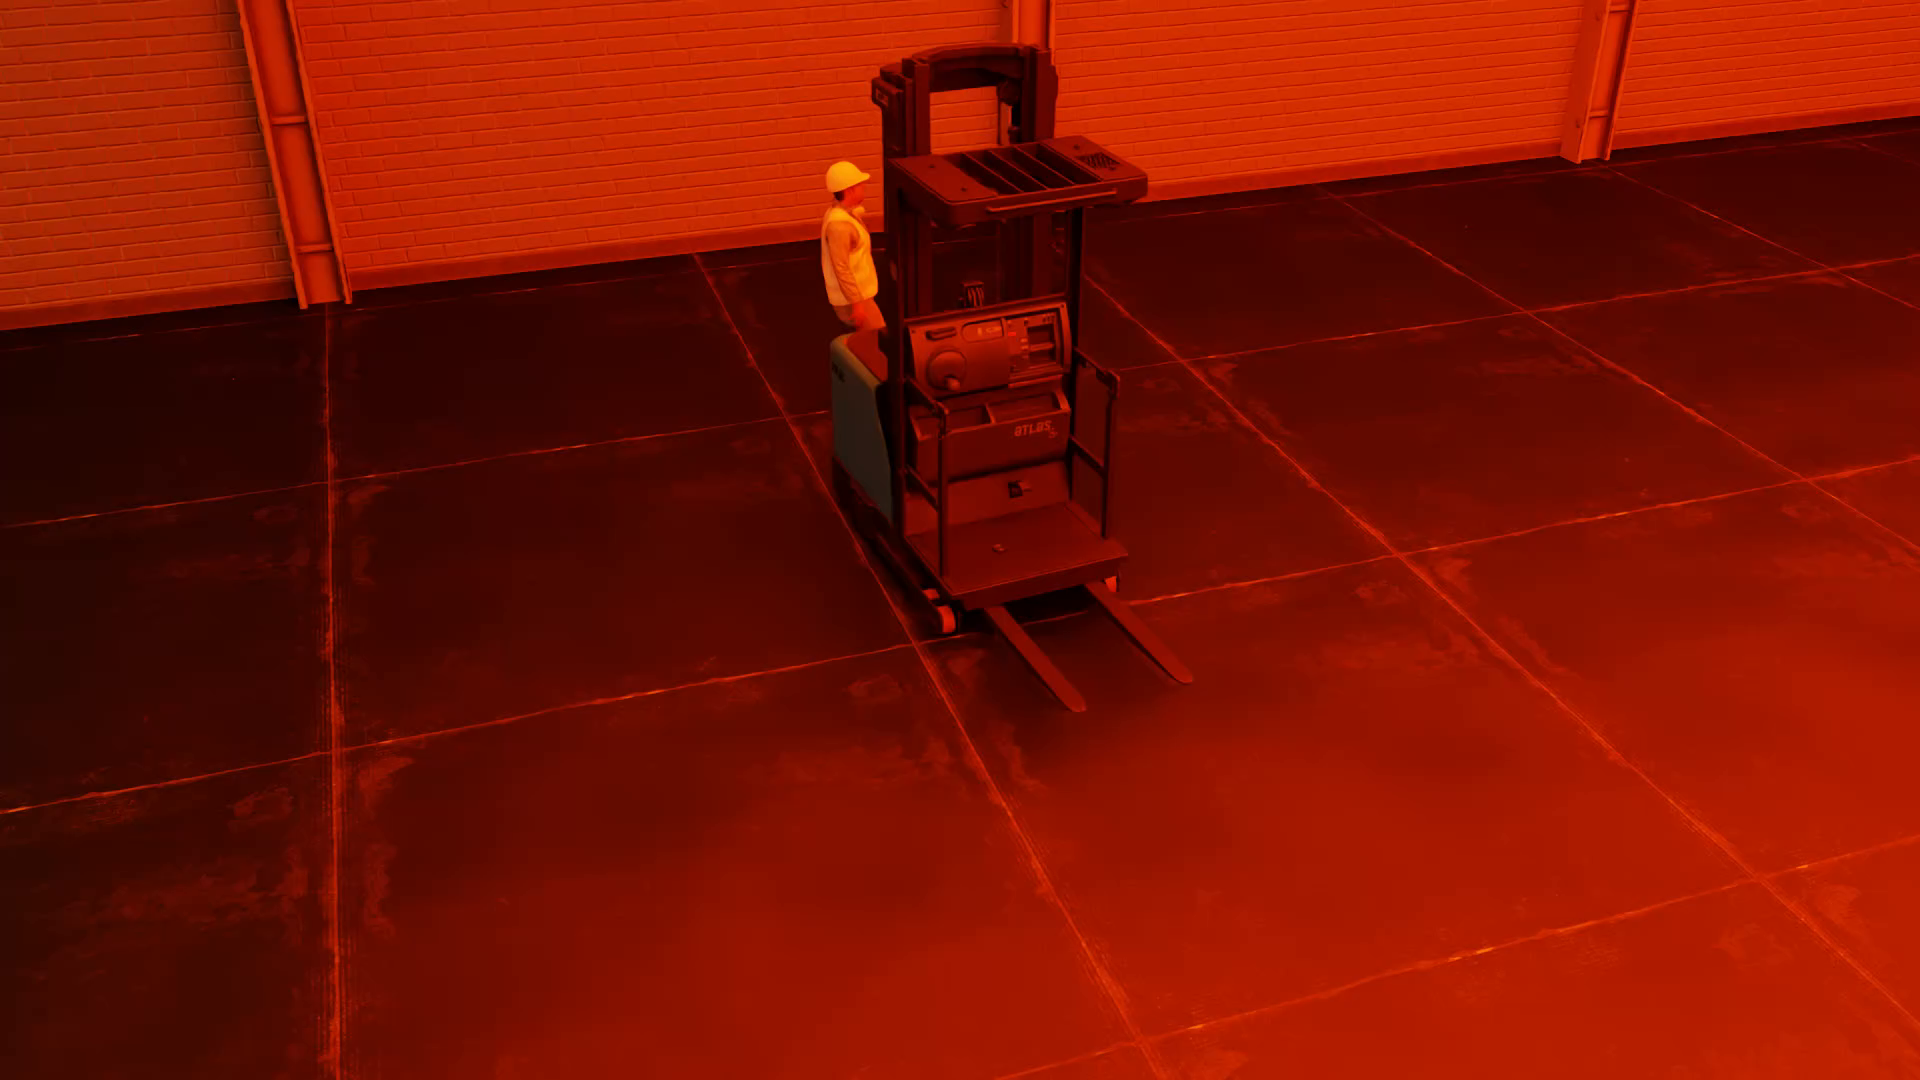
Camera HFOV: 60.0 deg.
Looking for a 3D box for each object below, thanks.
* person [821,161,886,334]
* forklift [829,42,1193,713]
[{"bbox_3d":[-0.657,-1.649,11.109,0.520,1.779,0.643,-3,30,-5],"label":"person"},{"bbox_3d":[0.256,-0.993,8.813,1.130,2.935,3.031,-12,32,-20],"label":"forklift"}]
